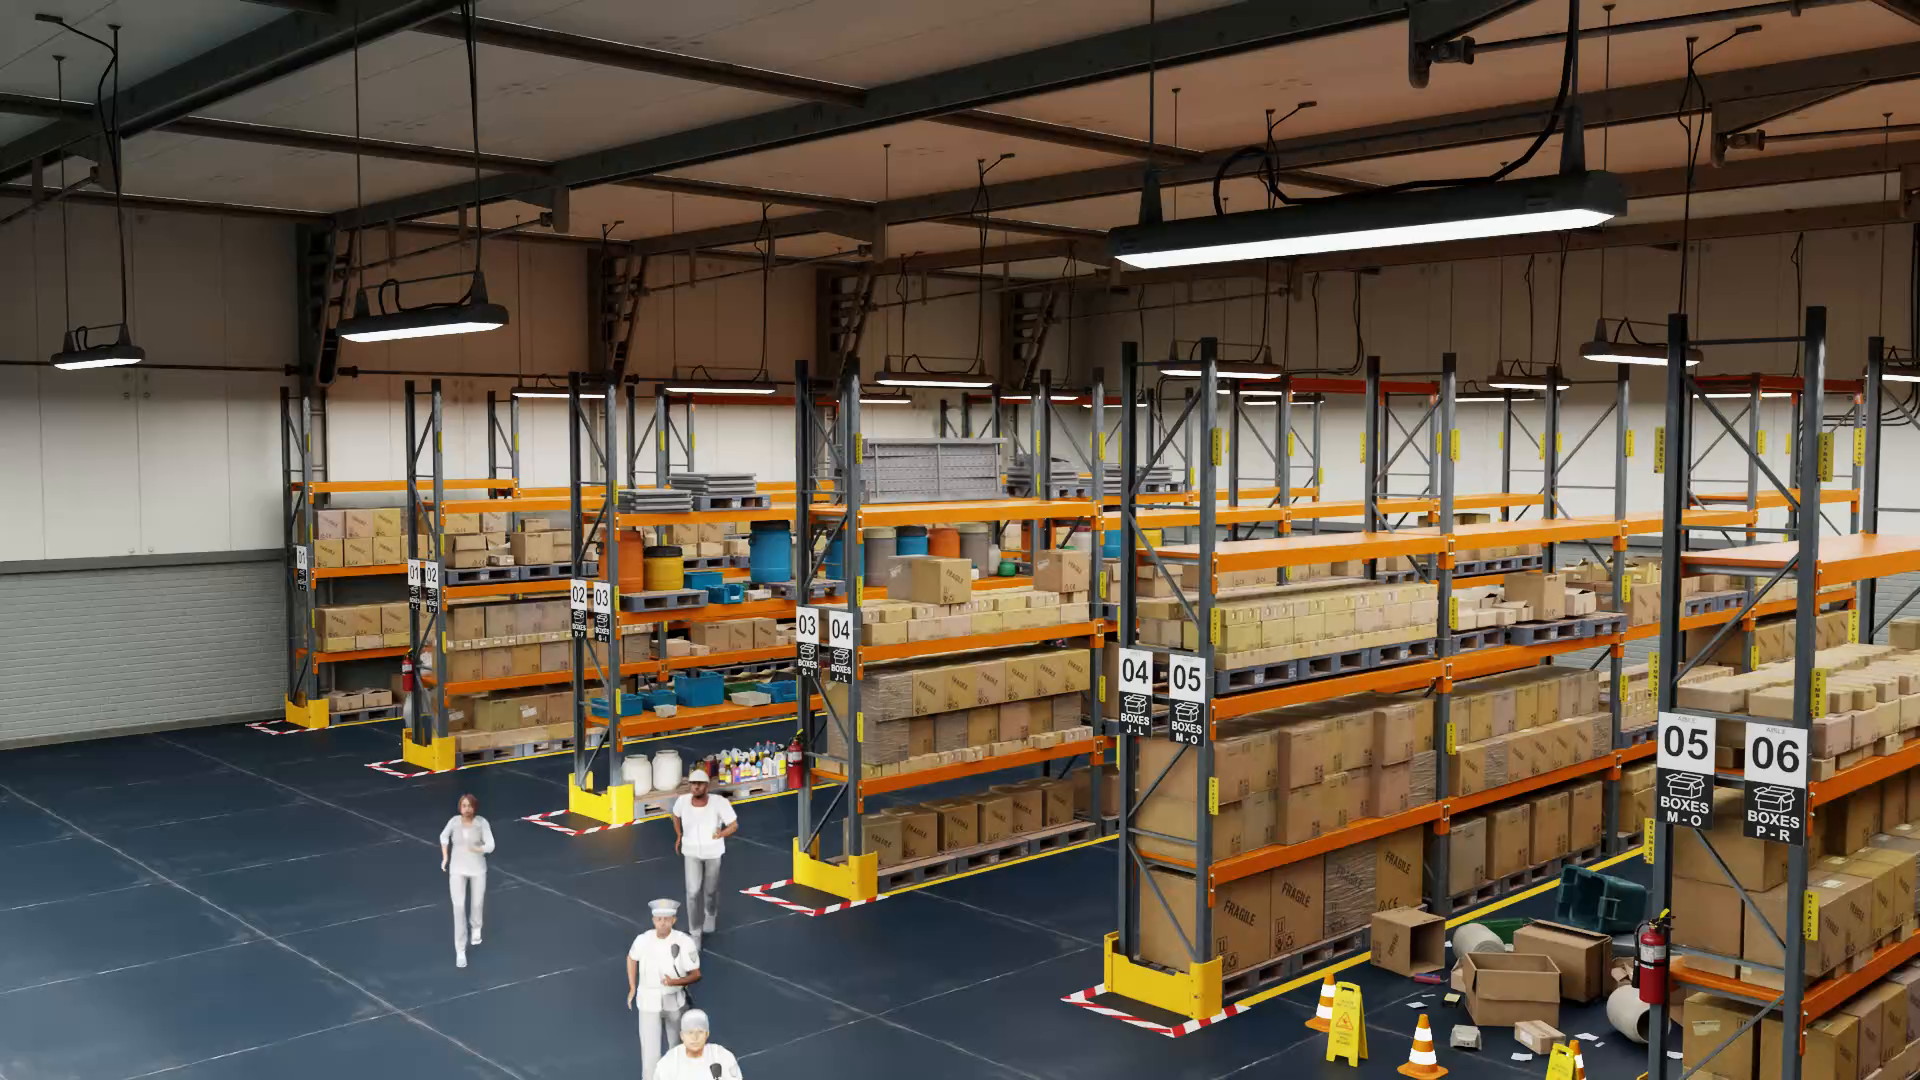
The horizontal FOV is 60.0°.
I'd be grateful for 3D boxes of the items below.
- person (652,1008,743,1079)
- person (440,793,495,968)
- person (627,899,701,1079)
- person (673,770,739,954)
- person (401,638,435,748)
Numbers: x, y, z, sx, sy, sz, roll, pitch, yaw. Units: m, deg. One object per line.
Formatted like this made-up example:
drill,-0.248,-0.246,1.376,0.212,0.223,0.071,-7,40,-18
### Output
person,-1.627,3.698,10.261,0.603,1.617,0.571,-1,4,-9
person,-4.854,3.301,16.402,0.517,1.630,0.784,-1,4,-16
person,-2.211,3.509,12.418,0.562,1.716,0.885,0,4,-8
person,-2.581,3.198,16.830,0.691,1.802,0.827,0,4,-2
person,-8.913,2.518,27.598,0.638,1.843,0.809,3,4,35
